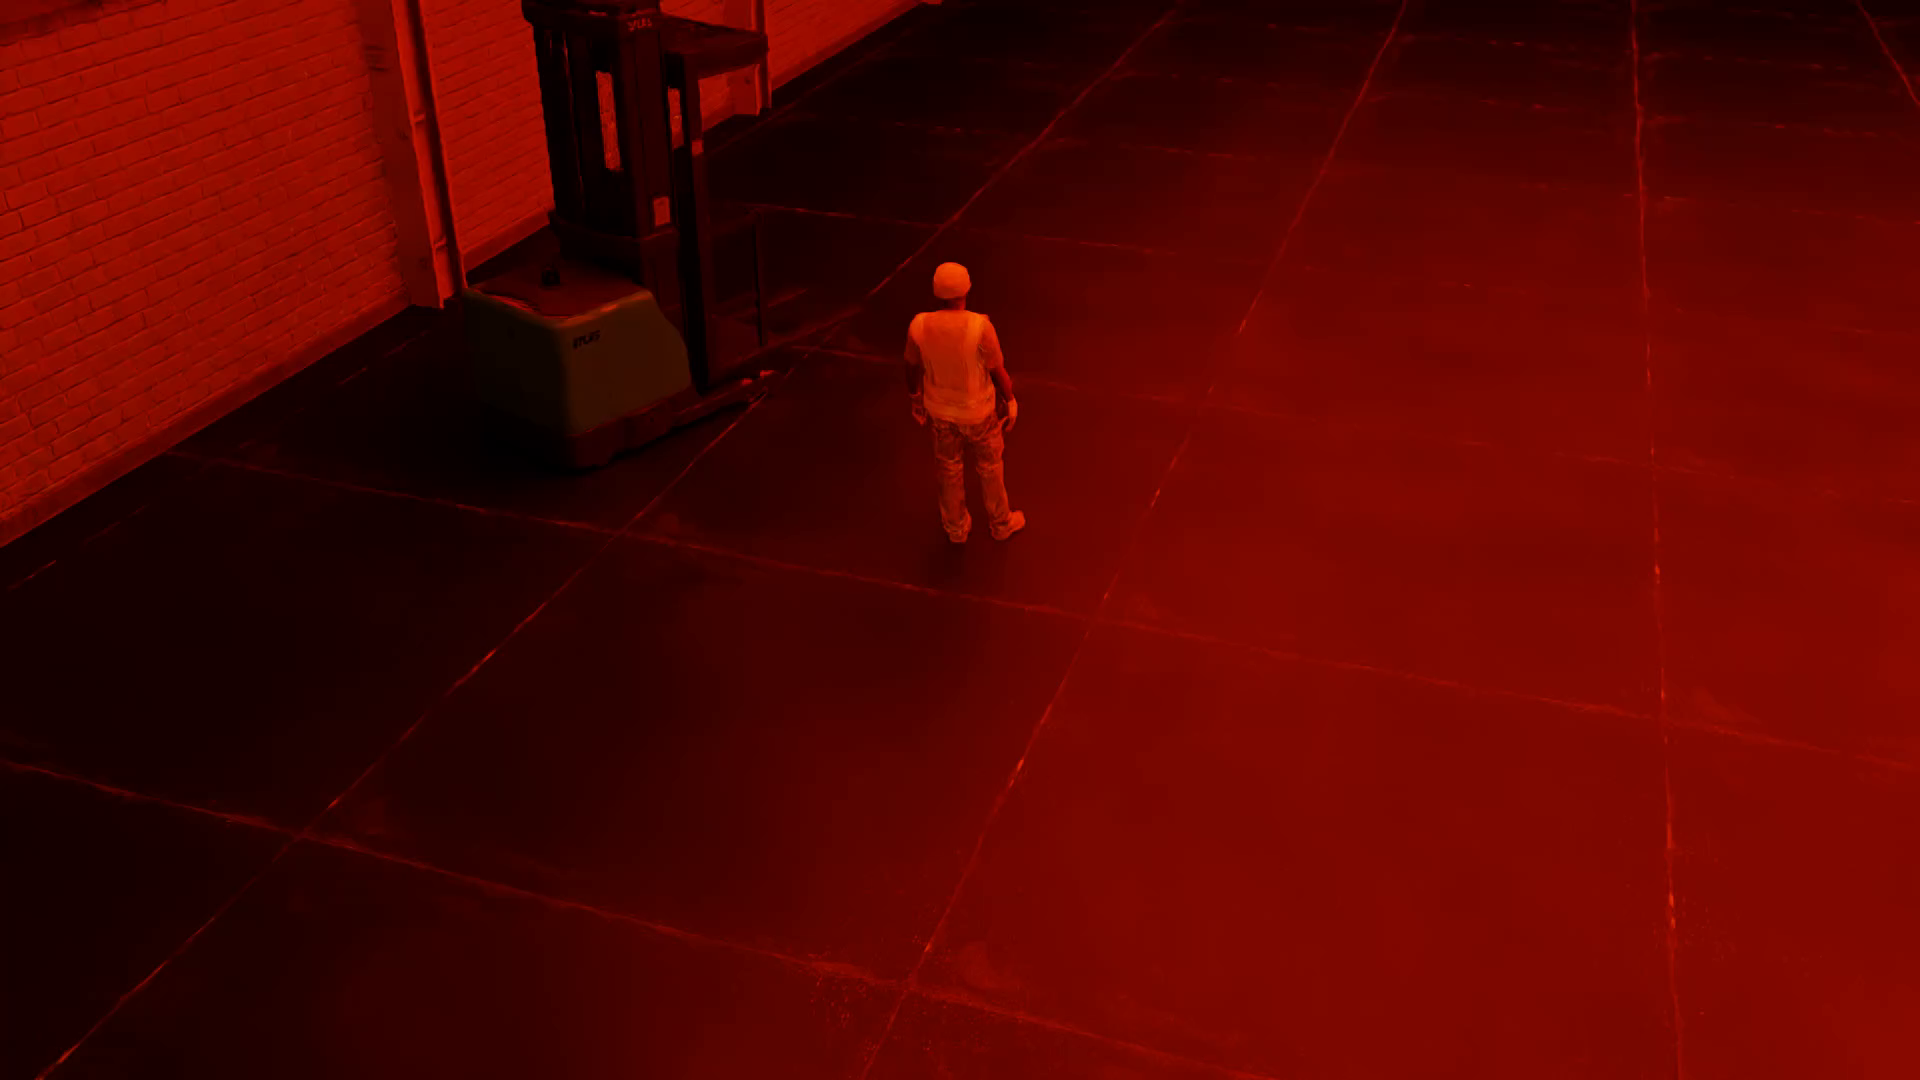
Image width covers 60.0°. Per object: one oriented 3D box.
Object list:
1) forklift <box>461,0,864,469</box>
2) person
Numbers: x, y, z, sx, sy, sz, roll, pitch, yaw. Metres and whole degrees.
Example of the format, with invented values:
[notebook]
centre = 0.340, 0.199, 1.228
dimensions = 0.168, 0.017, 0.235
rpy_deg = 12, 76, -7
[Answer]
[forklift]
centre = -1.943, -2.393, 11.334
dimensions = 1.130, 2.935, 3.031
rpy_deg = 22, 36, 33
[person]
centre = 0.031, -0.813, 9.708
dimensions = 0.655, 1.782, 0.576
rpy_deg = 10, 31, 16
